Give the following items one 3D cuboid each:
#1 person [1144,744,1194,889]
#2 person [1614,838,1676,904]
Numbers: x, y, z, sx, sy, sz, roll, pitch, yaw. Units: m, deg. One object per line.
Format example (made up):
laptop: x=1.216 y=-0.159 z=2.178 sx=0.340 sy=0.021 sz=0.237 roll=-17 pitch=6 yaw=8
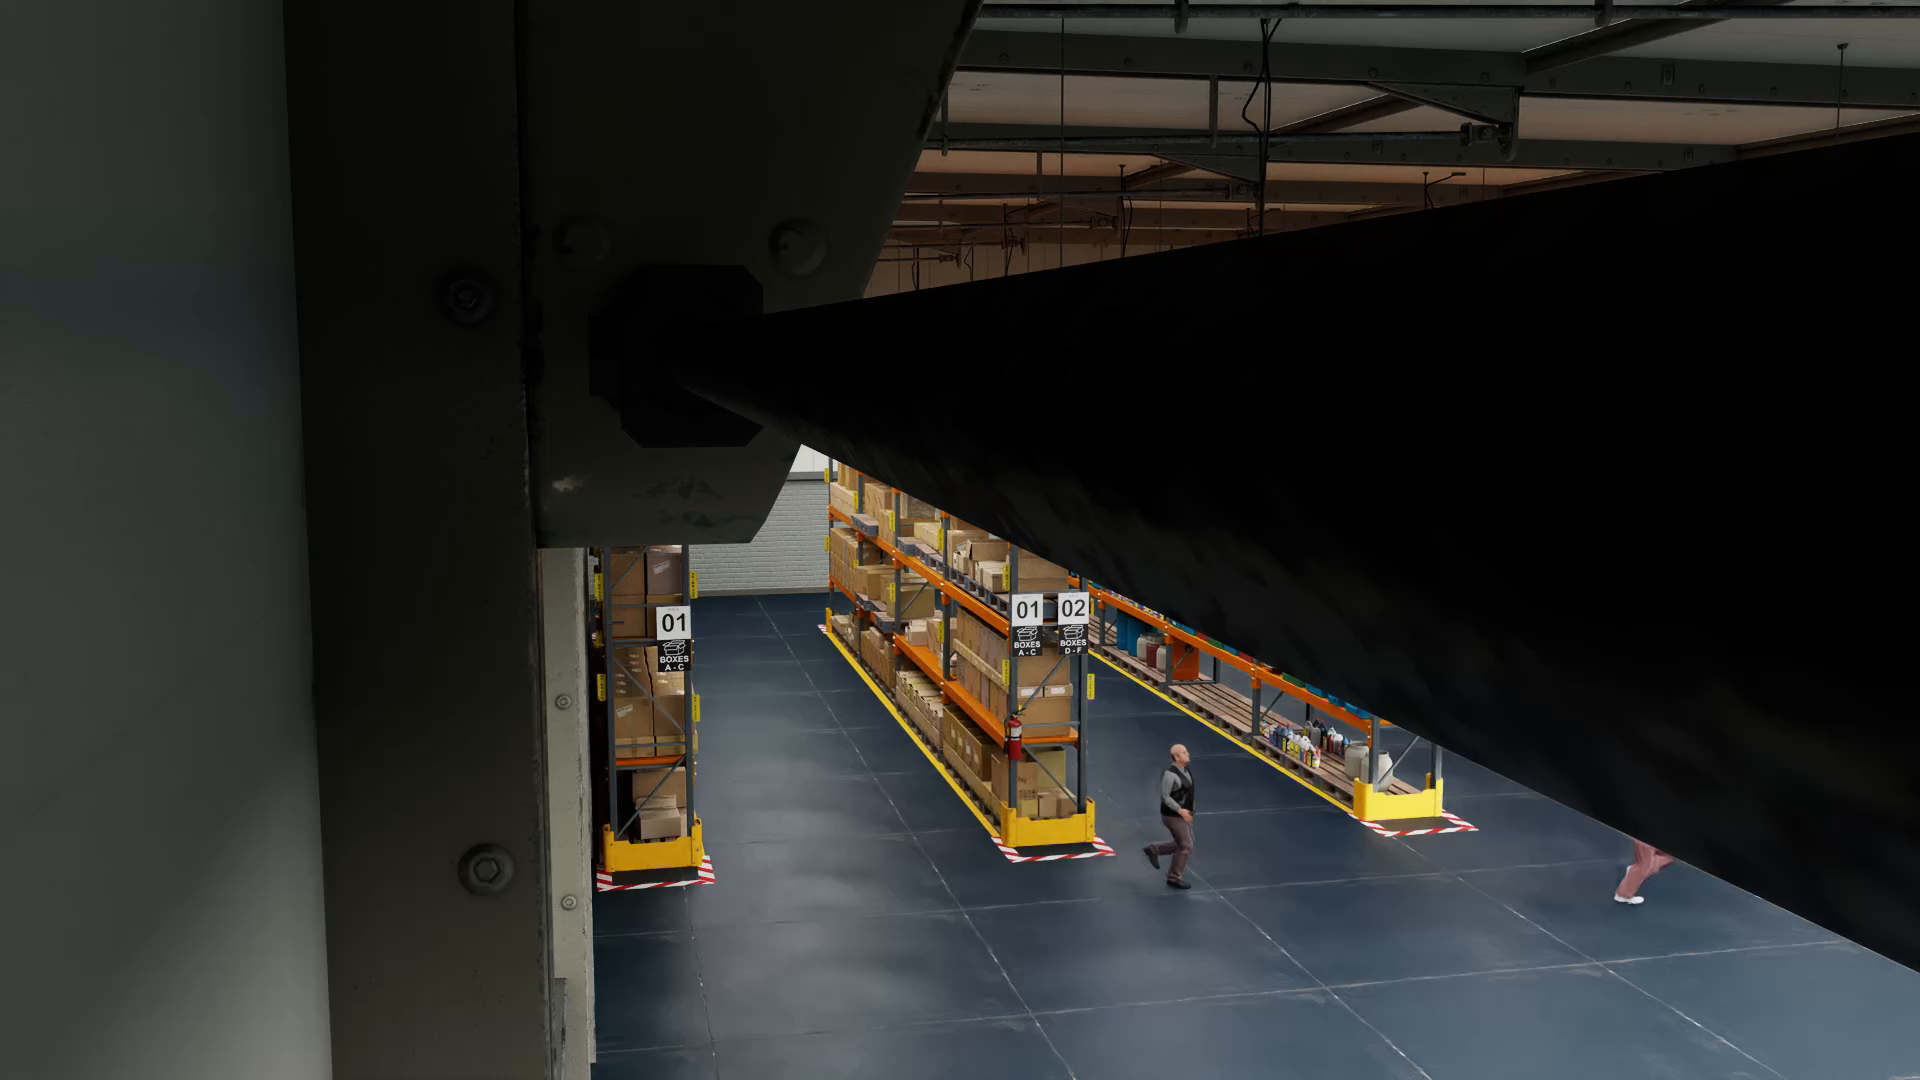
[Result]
person: x=2.456 y=3.206 z=19.425 sx=0.651 sy=1.709 sz=0.668 roll=3 pitch=7 yaw=25
person: x=7.767 y=3.317 z=18.666 sx=0.720 sy=1.596 sz=0.570 roll=2 pitch=7 yaw=18
